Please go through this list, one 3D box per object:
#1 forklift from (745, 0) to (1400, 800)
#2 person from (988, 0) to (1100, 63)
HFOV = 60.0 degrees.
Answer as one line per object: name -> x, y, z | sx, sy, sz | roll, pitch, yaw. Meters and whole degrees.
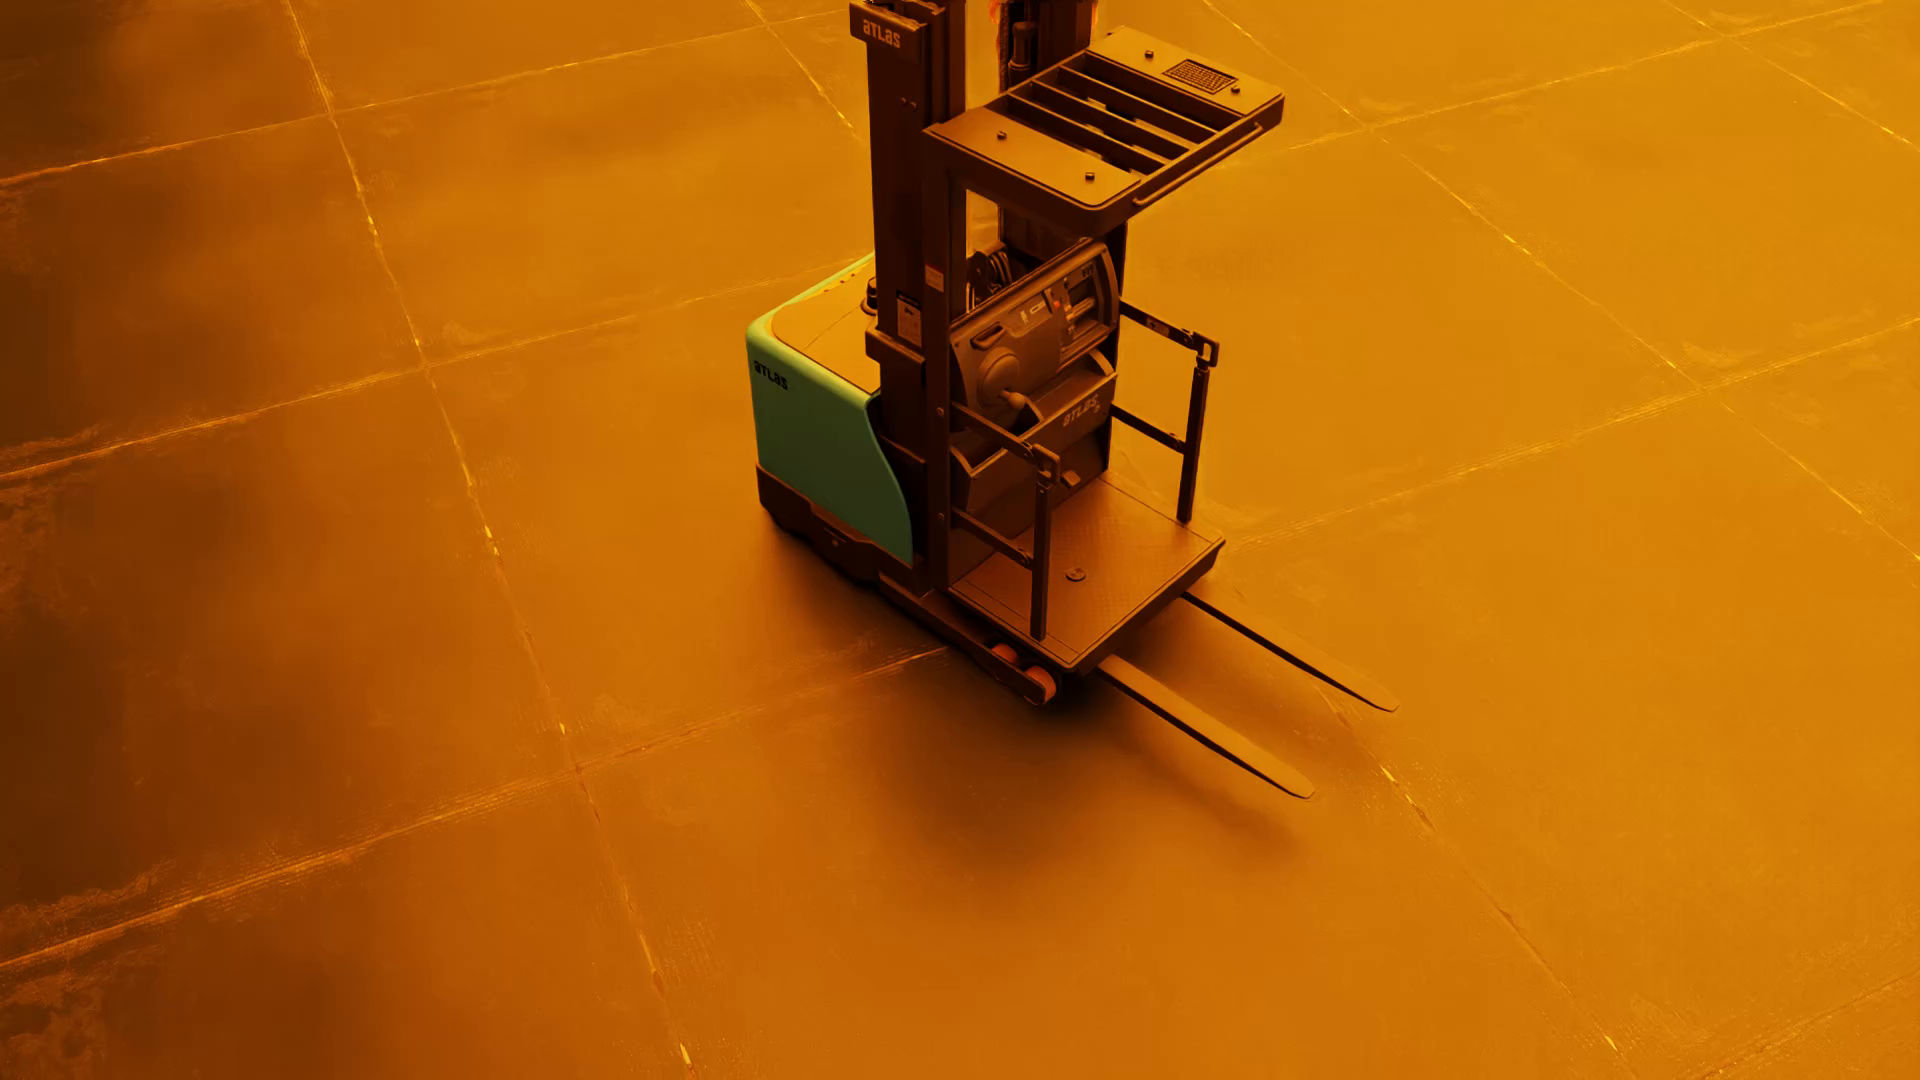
forklift -> 0.463, -0.777, 6.512 | 3.031, 2.935, 1.130 | 32, 52, 30
person -> 0.496, -3.243, 10.056 | 0.667, 1.702, 0.474 | -6, 43, -6
